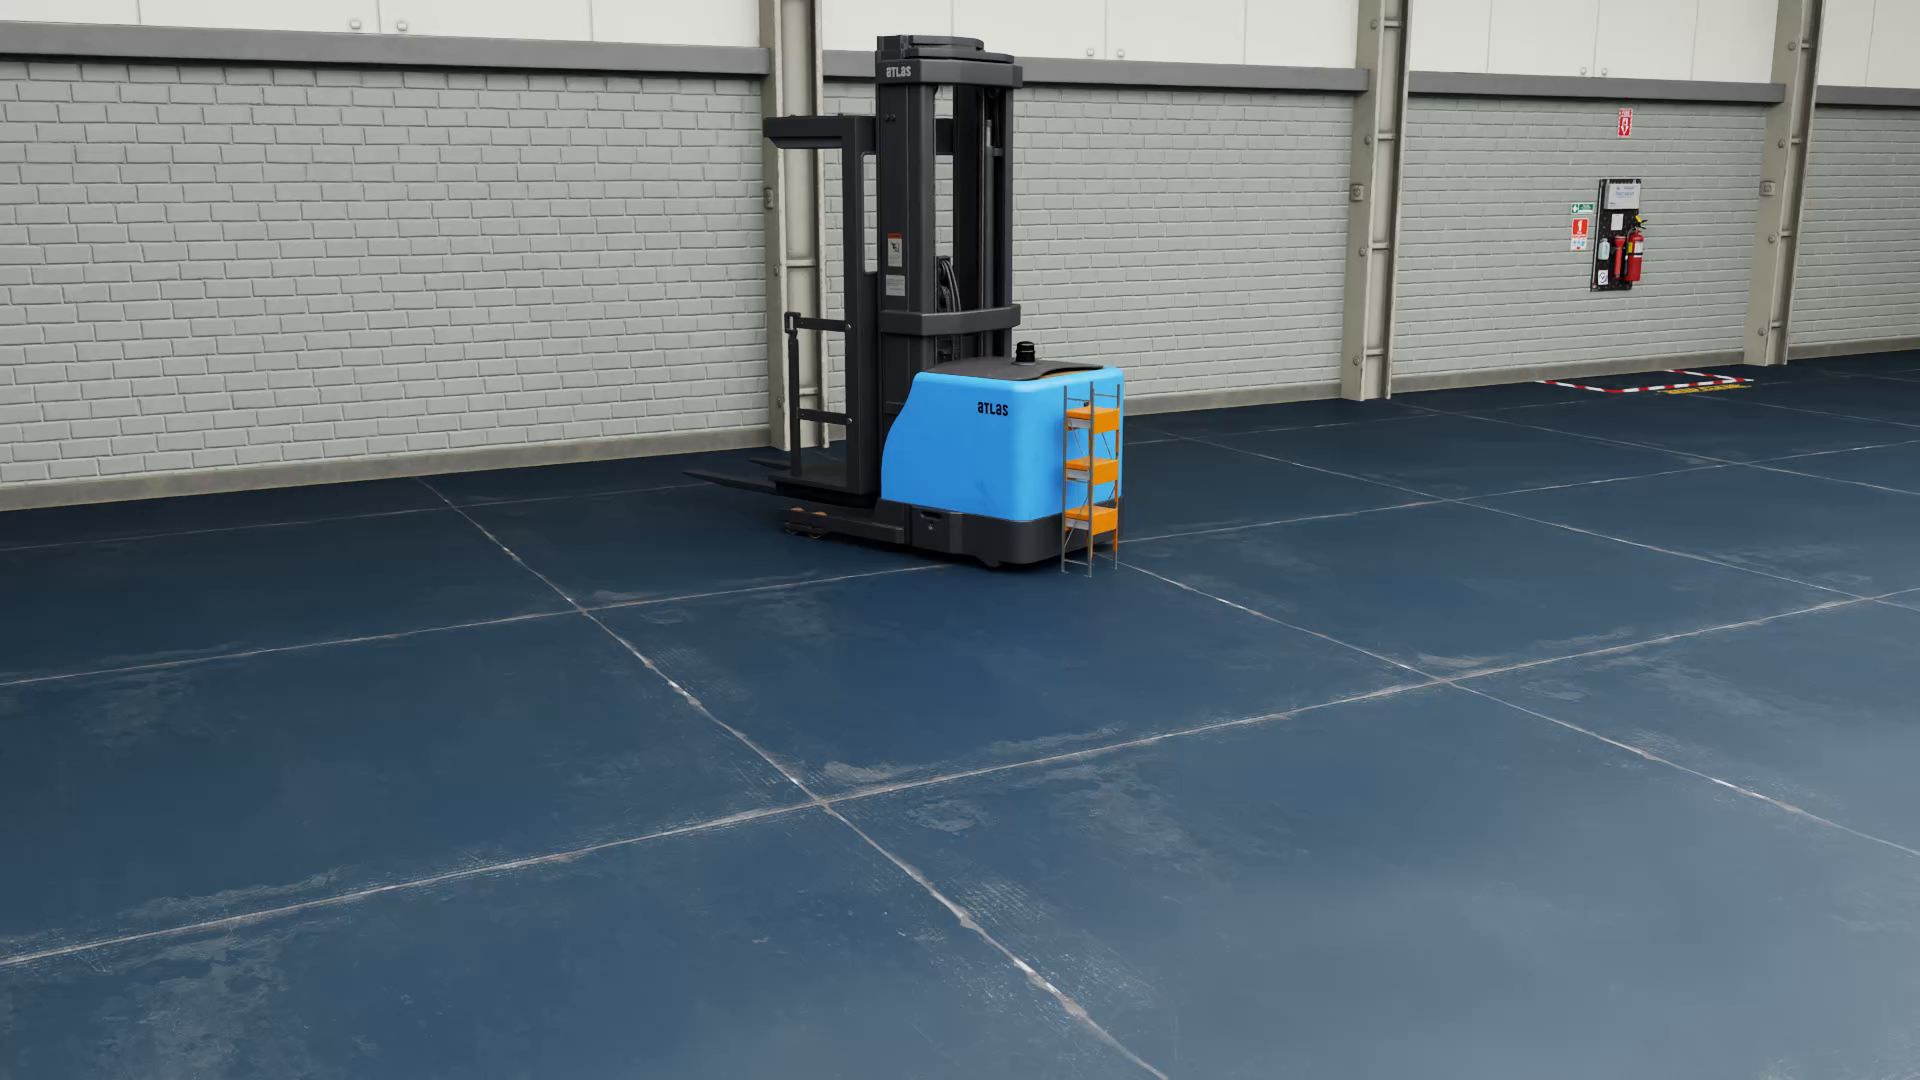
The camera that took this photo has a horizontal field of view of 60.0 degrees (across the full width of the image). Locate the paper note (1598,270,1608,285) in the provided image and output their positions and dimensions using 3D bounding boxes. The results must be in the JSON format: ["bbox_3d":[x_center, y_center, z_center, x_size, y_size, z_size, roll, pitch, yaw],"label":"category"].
[{"bbox_3d":[6.856,-2.799,17.721,0.142,0.148,0.016,-7,14,-28],"label":"paper note"}]

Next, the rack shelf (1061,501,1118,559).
[{"bbox_3d":[0.724,-0.058,9.289,0.215,0.259,0.240,11,16,39],"label":"rack shelf"}]

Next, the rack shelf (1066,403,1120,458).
[{"bbox_3d":[0.724,-0.606,9.166,0.215,0.259,0.240,11,16,39],"label":"rack shelf"}]

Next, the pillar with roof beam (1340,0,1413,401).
[{"bbox_3d":[6.028,-4.953,11.620,0.400,9.000,9.100,-7,14,-28],"label":"pillar with roof beam"}]

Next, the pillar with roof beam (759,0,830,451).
[{"bbox_3d":[0.762,-4.321,8.816,0.400,9.000,9.100,-7,14,-28],"label":"pillar with roof beam"}]

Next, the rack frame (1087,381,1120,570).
[{"bbox_3d":[0.803,-0.360,9.317,0.200,1.050,0.008,11,16,39],"label":"rack frame"}]

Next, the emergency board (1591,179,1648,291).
[{"bbox_3d":[7.044,-3.234,17.648,0.643,1.169,0.194,-7,14,-28],"label":"emergency board"}]

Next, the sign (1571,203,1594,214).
[{"bbox_3d":[6.518,-3.471,17.410,0.331,0.109,0.001,-7,14,-28],"label":"sign"}]

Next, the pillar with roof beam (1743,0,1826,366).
[{"bbox_3d":[11.295,-5.584,14.425,0.400,9.000,9.100,-7,14,-28],"label":"pillar with roof beam"}]

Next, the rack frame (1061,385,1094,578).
[{"bbox_3d":[0.646,-0.319,9.135,0.200,1.050,0.008,11,16,39],"label":"rack frame"}]

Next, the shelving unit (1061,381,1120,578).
[{"bbox_3d":[0.724,-0.339,9.226,0.215,1.050,0.252,11,16,39],"label":"shelving unit"}]

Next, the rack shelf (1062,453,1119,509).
[{"bbox_3d":[0.724,-0.329,9.228,0.215,0.259,0.240,11,16,39],"label":"rack shelf"}]

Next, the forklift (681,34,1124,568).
[{"bbox_3d":[-0.487,-1.518,10.177,3.031,2.935,1.130,10,16,38],"label":"forklift"}]

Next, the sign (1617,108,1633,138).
[{"bbox_3d":[6.990,-4.383,17.475,0.199,0.298,0.001,-7,14,-28],"label":"sign"}]

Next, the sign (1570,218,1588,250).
[{"bbox_3d":[6.510,-3.213,17.474,0.234,0.329,0.001,-7,14,-28],"label":"sign"}]
